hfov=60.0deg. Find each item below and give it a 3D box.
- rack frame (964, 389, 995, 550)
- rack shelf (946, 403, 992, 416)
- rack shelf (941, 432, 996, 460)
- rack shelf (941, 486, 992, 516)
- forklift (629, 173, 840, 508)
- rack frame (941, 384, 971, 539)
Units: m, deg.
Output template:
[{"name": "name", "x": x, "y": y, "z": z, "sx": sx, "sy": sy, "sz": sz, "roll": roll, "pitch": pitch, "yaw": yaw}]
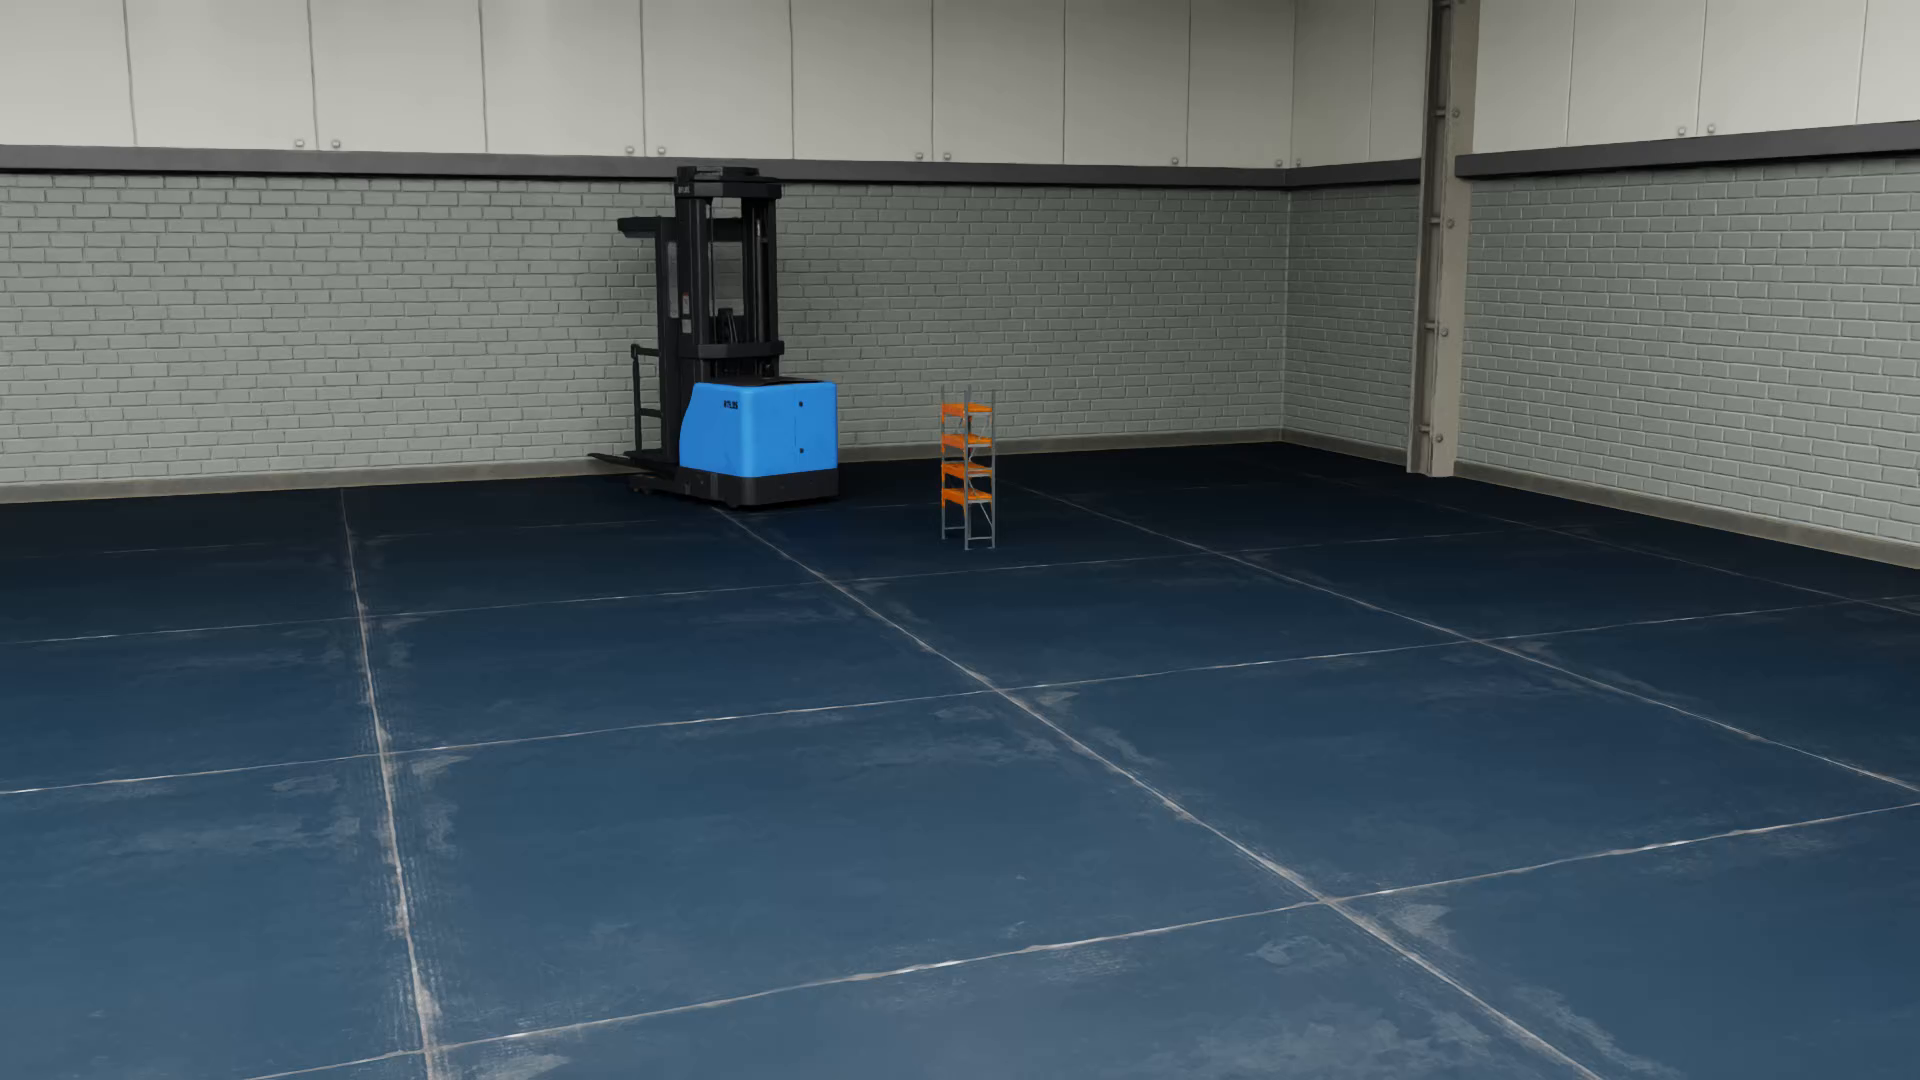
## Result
[{"name": "rack frame", "x": 0.148, "y": -0.524, "z": 12.439, "sx": 0.240, "sy": 1.200, "sz": 0.015, "roll": -4, "pitch": 11, "yaw": -21}, {"name": "rack shelf", "x": 0.060, "y": -0.989, "z": 12.587, "sx": 0.221, "sy": 0.050, "sz": 0.457, "roll": -4, "pitch": 11, "yaw": -21}, {"name": "rack shelf", "x": 0.060, "y": -0.718, "z": 12.636, "sx": 0.258, "sy": 0.148, "sz": 0.480, "roll": -4, "pitch": 11, "yaw": -21}, {"name": "rack shelf", "x": 0.060, "y": -0.302, "z": 12.710, "sx": 0.258, "sy": 0.148, "sz": 0.480, "roll": -4, "pitch": 11, "yaw": -21}, {"name": "forklift", "x": -2.060, "y": -1.814, "z": 14.929, "sx": 1.129, "sy": 2.867, "sz": 1.939, "roll": -9, "pitch": 13, "yaw": -41}, {"name": "rack frame", "x": -0.028, "y": -0.604, "z": 12.887, "sx": 0.240, "sy": 1.200, "sz": 0.015, "roll": -4, "pitch": 11, "yaw": -21}]
